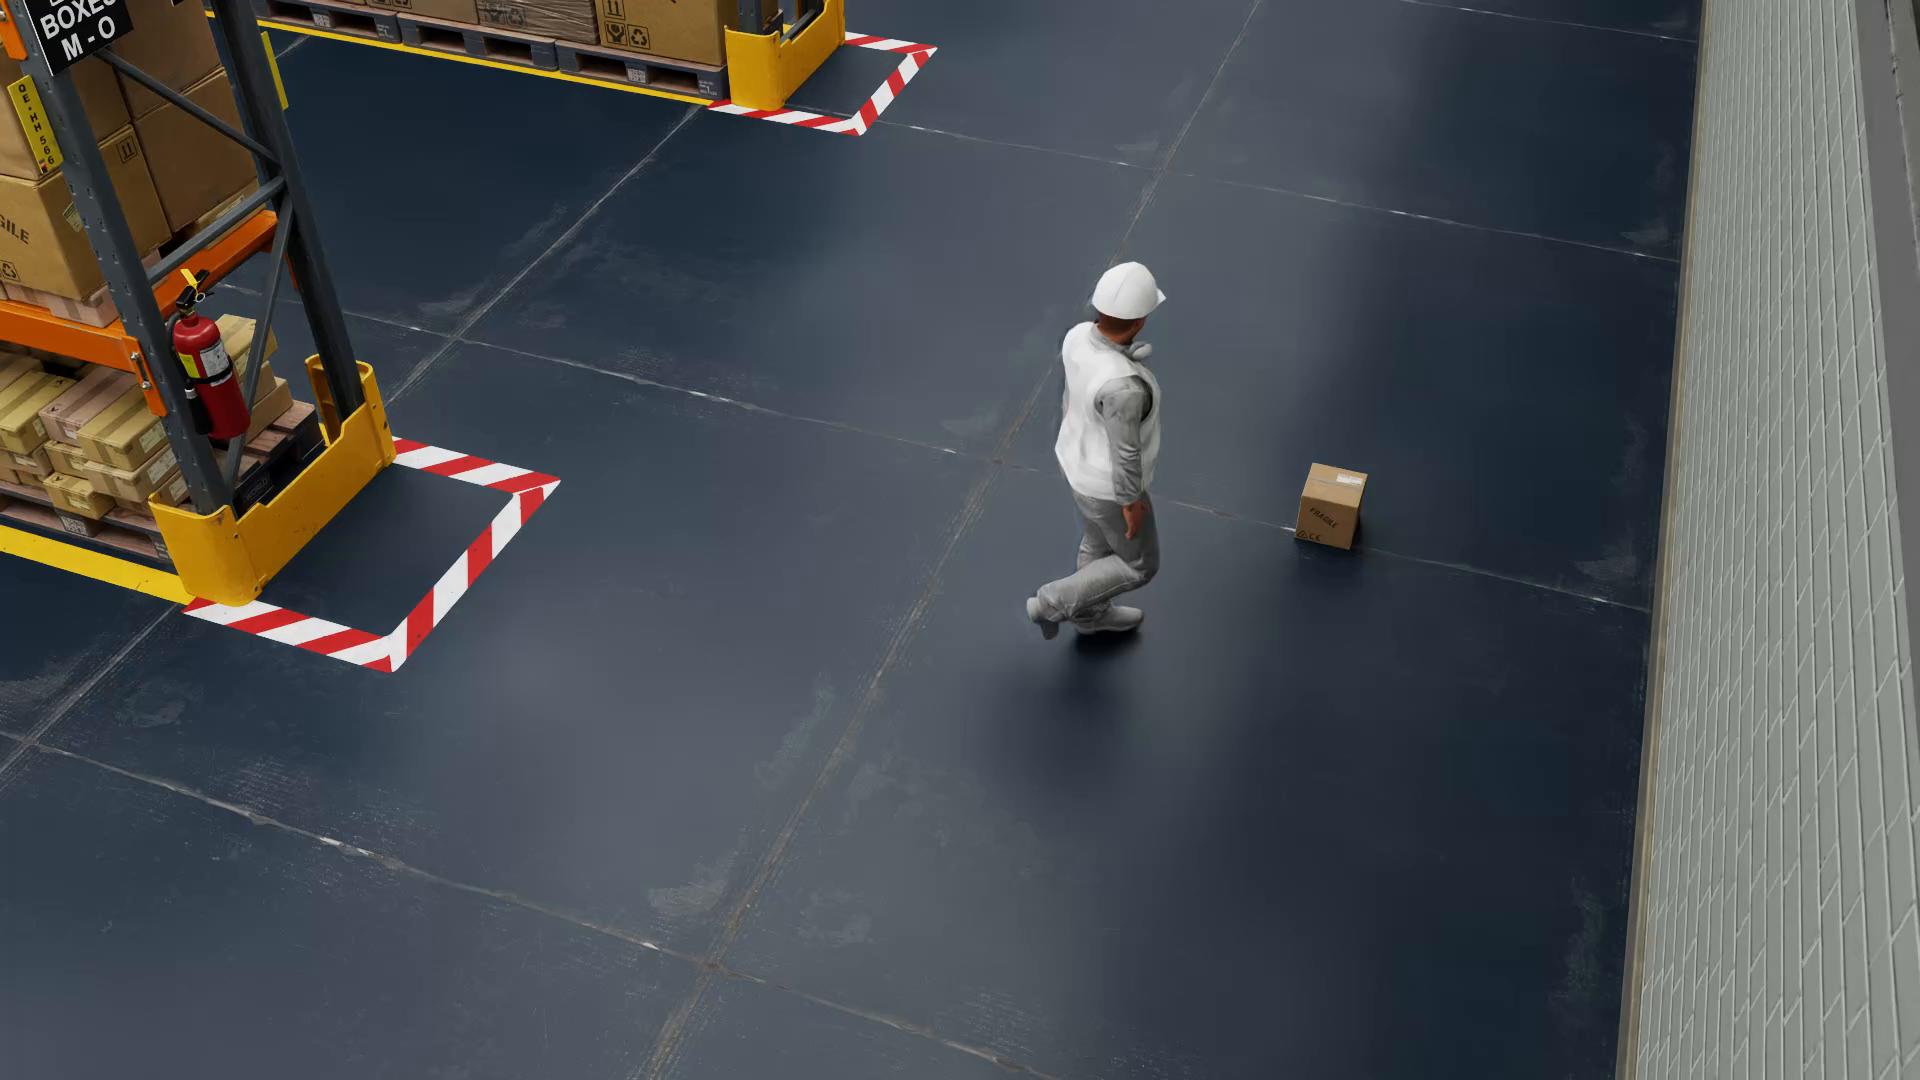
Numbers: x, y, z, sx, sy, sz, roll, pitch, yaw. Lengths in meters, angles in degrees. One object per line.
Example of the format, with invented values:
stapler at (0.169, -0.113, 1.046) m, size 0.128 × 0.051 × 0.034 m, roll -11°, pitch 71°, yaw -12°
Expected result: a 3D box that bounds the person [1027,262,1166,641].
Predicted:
person at (0.513, -0.273, 6.418) m, size 0.551 × 1.765 × 0.554 m, roll -9°, pitch 42°, yaw -10°
